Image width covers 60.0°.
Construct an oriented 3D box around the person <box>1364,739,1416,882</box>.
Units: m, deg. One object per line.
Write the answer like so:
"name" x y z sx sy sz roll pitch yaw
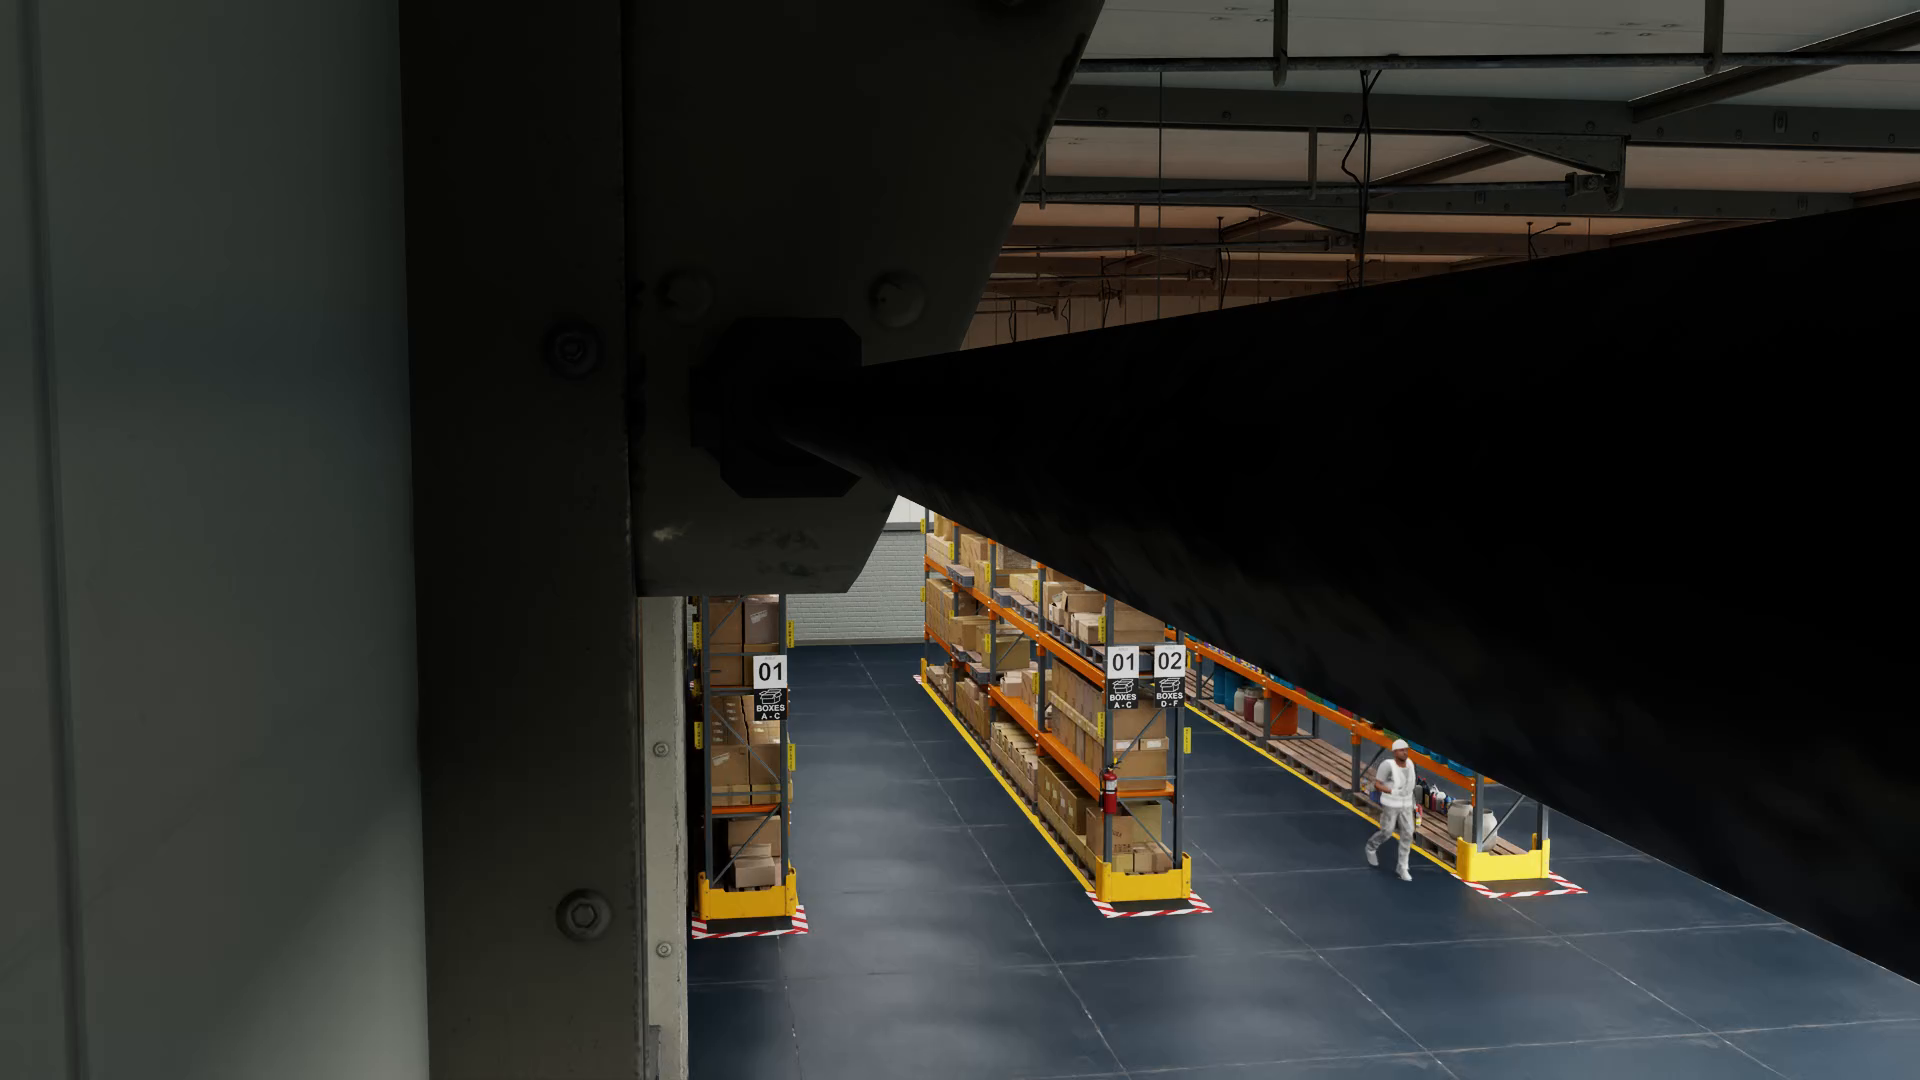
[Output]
"person" 5.735 3.519 21.942 0.689 1.816 0.879 -2 5 -22
